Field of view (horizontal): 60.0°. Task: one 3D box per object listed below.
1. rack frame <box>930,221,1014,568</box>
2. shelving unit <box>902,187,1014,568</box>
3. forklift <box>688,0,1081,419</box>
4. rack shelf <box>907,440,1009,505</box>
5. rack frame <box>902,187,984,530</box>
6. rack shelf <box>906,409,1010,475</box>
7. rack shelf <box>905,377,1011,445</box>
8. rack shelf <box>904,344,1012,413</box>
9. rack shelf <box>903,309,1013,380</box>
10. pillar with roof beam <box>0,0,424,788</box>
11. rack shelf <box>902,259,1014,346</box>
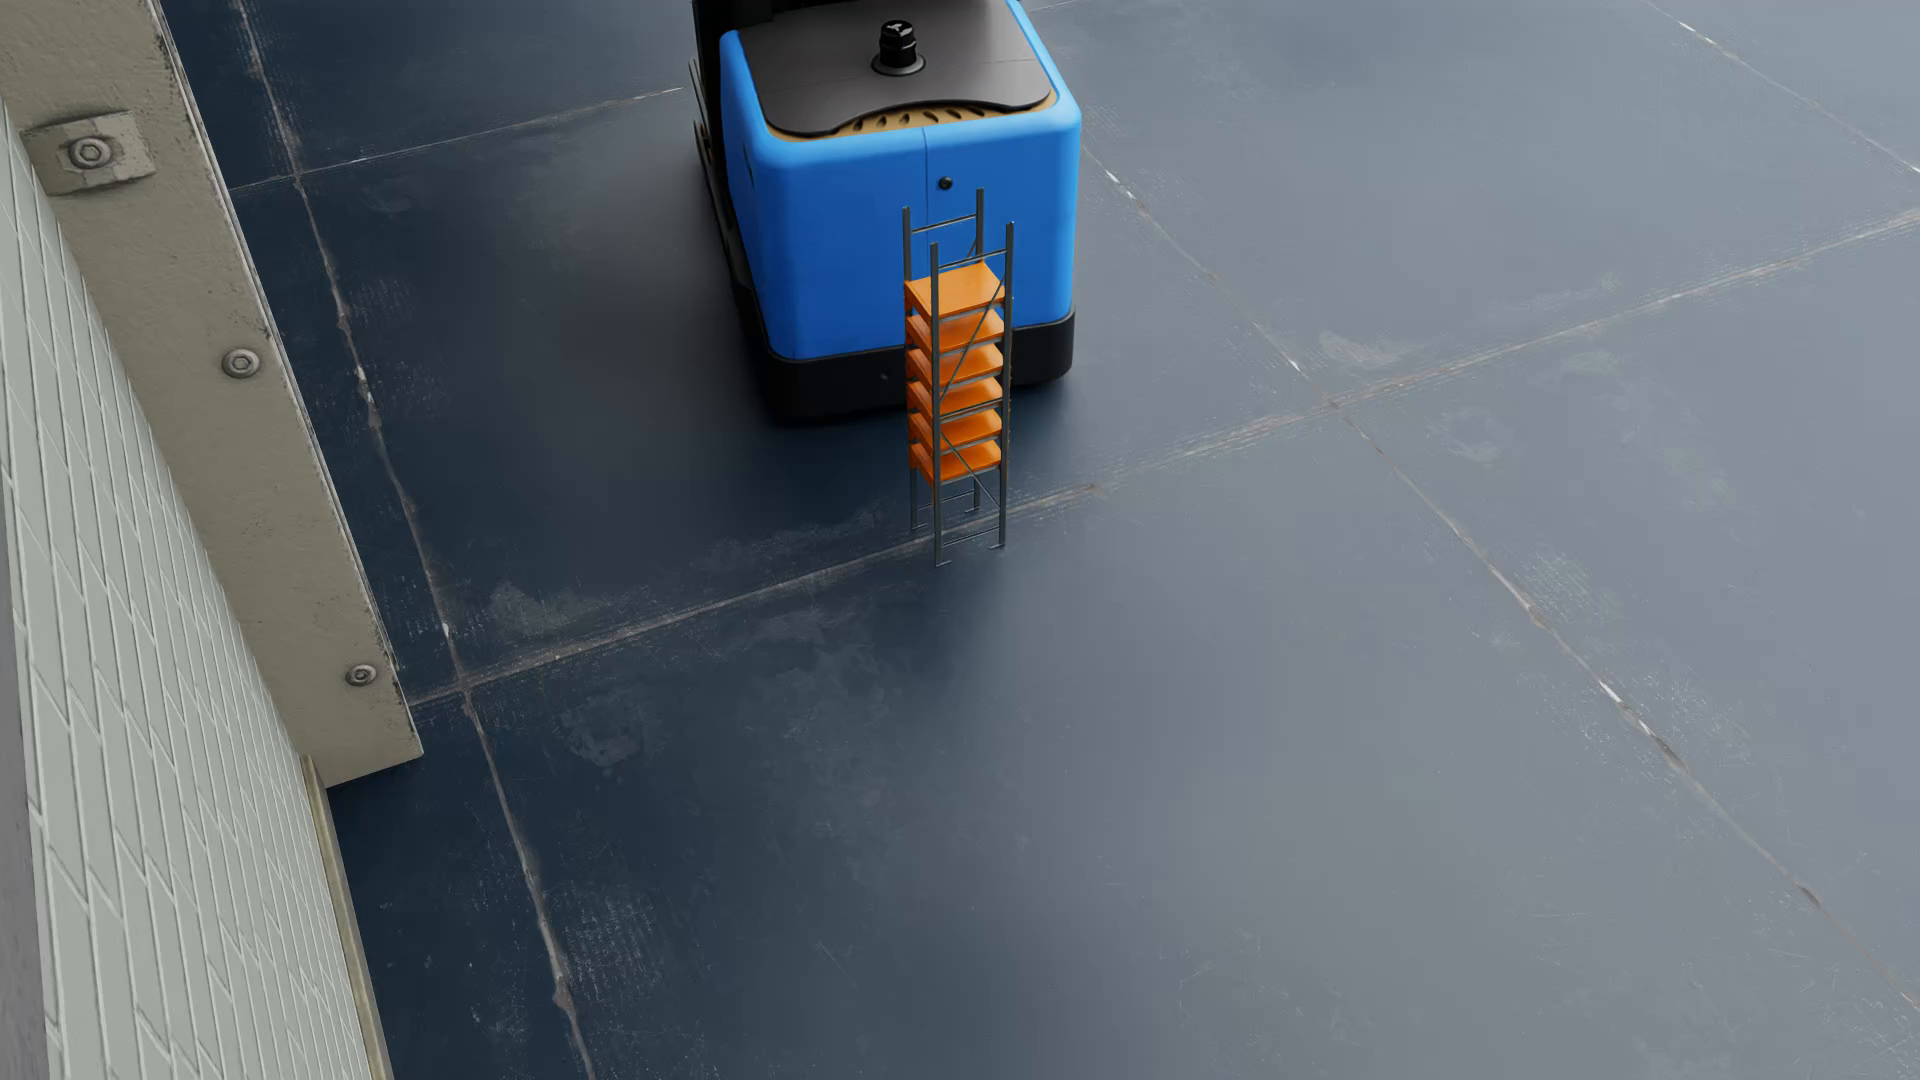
[{"bbox_3d":[0.032,-0.378,4.779,0.240,1.200,0.006,-18,47,-17],"label":"rack frame"},{"bbox_3d":[-0.006,-0.436,4.838,0.258,1.200,0.189,-18,47,-17],"label":"shelving unit"},{"bbox_3d":[-0.459,-2.502,5.699,1.130,2.935,3.031,-10,45,-10],"label":"forklift"},{"bbox_3d":[-0.006,-0.234,5.038,0.258,0.103,0.180,-18,47,-17],"label":"rack shelf"},{"bbox_3d":[-0.045,-0.495,4.897,0.240,1.200,0.006,-18,47,-17],"label":"rack frame"},{"bbox_3d":[-0.006,-0.319,4.953,0.258,0.103,0.180,-18,47,-17],"label":"rack shelf"},{"bbox_3d":[-0.006,-0.405,4.869,0.258,0.103,0.180,-18,47,-17],"label":"rack shelf"},{"bbox_3d":[-0.006,-0.490,4.785,0.258,0.103,0.180,-18,47,-17],"label":"rack shelf"},{"bbox_3d":[-0.006,-0.576,4.701,0.258,0.103,0.180,-18,47,-17],"label":"rack shelf"},{"bbox_3d":[2.187,-3.955,2.851,9.100,9.000,0.400,-18,47,-17],"label":"pillar with roof beam"},{"bbox_3d":[-0.006,-0.661,4.616,0.258,0.103,0.180,-18,47,-17],"label":"rack shelf"}]
